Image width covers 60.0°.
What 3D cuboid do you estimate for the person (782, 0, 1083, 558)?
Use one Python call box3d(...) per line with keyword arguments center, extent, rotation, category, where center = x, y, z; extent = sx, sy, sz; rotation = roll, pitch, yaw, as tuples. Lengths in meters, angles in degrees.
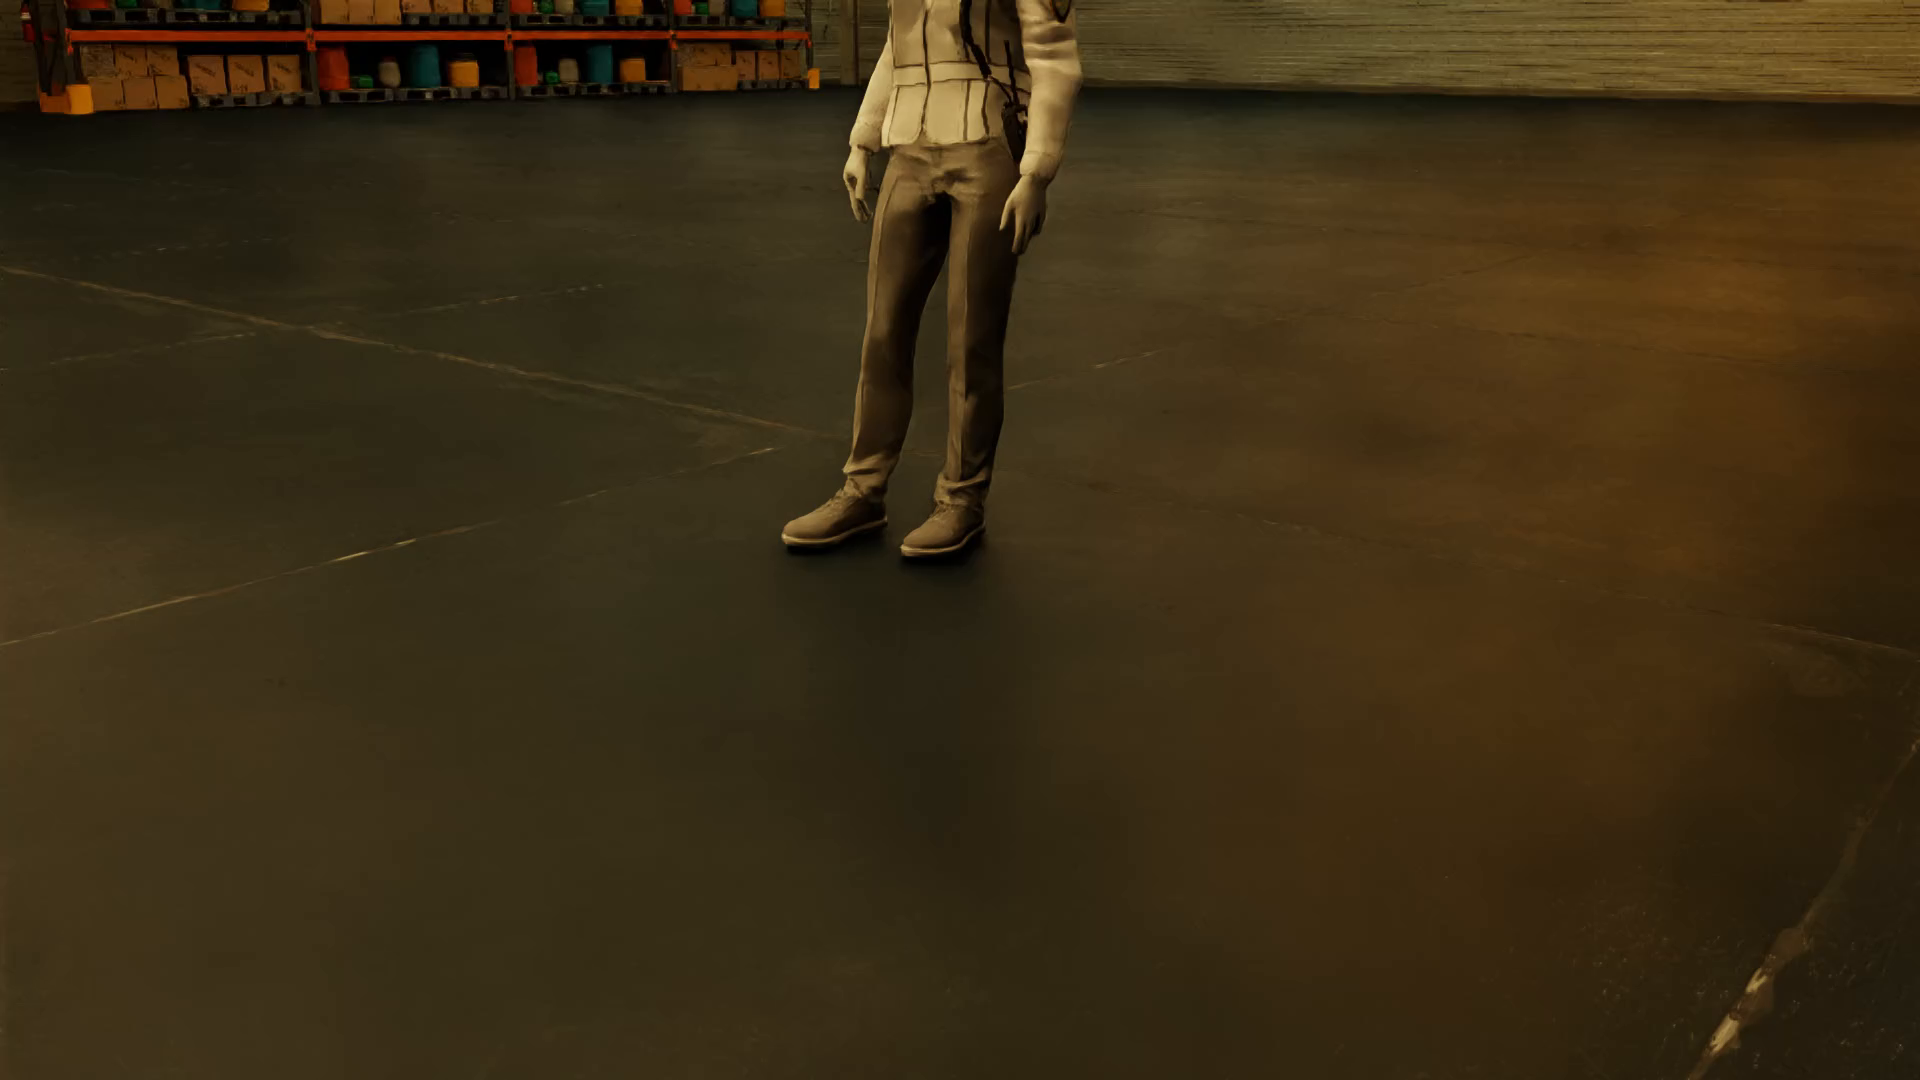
box3d(center=(-0.049, -0.804, 3.648), extent=(0.586, 1.695, 0.533), rotation=(13, 21, 37), category="person")
